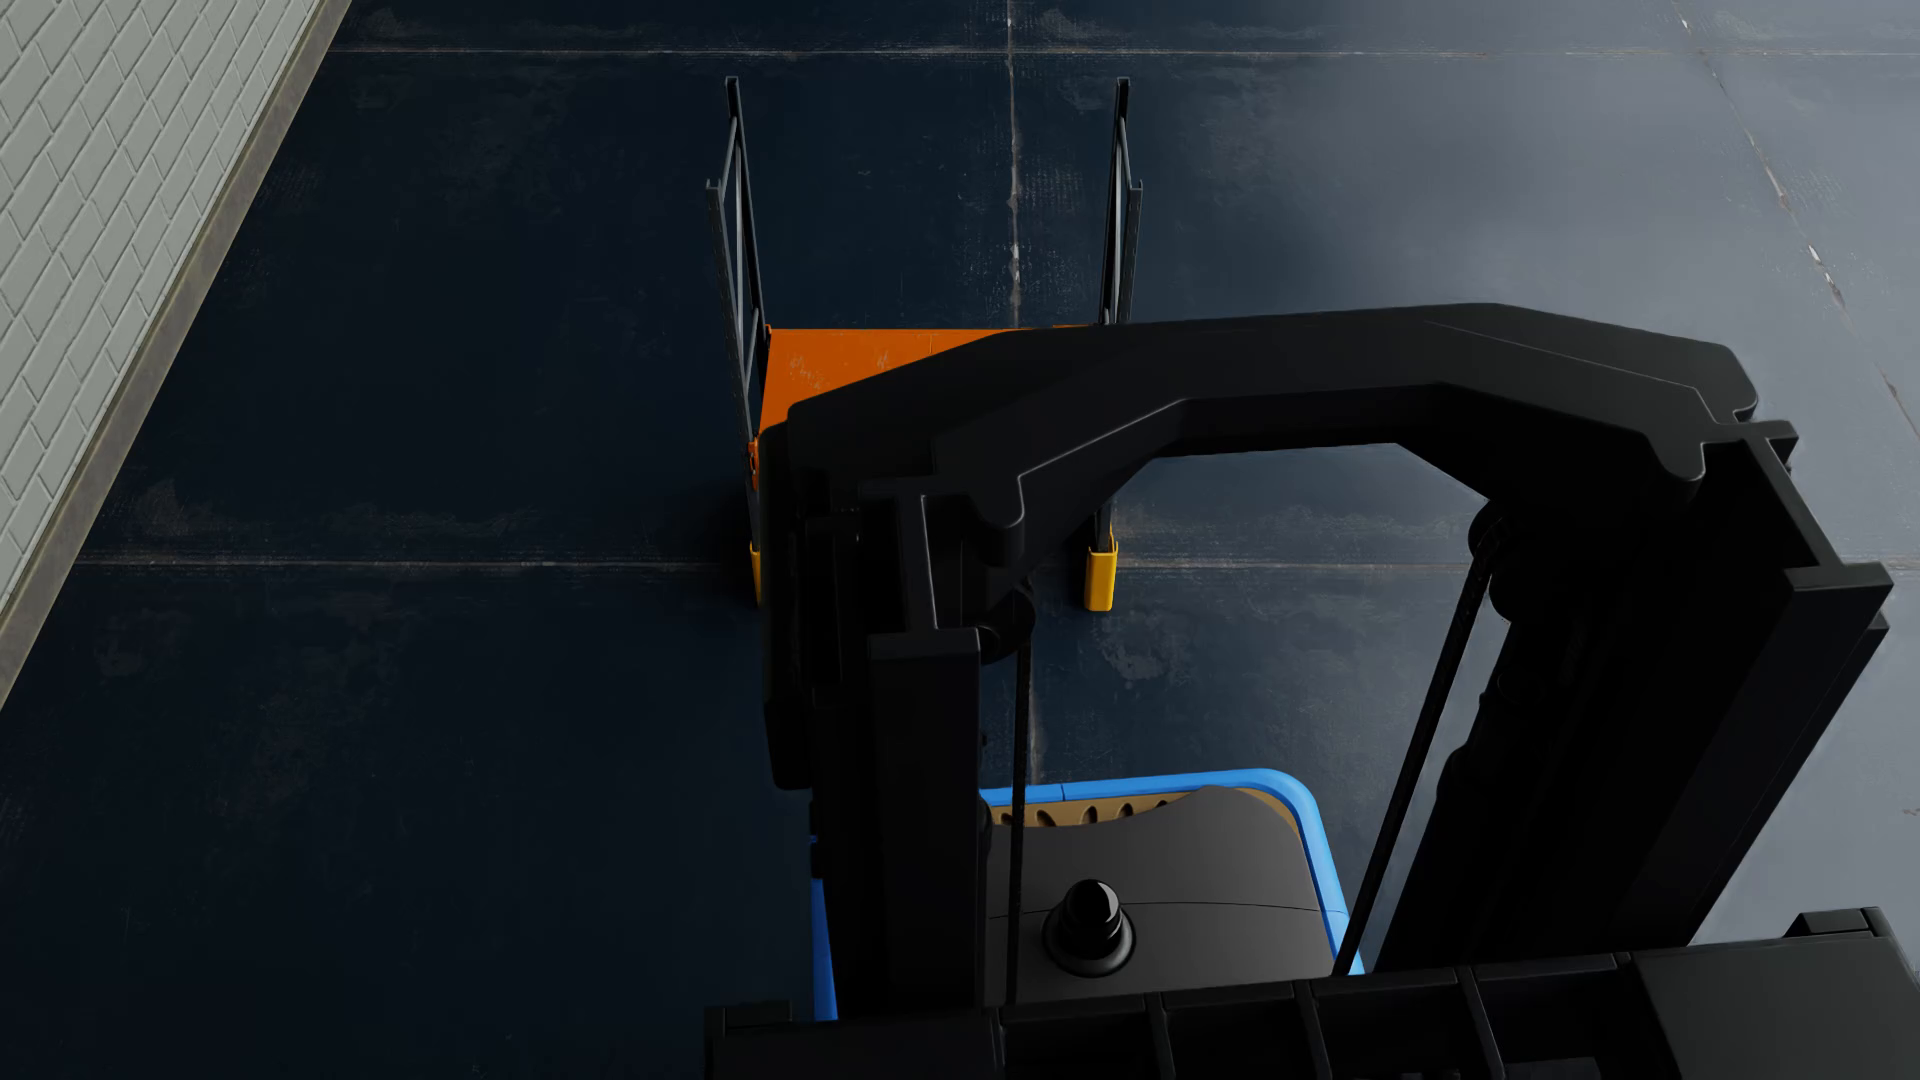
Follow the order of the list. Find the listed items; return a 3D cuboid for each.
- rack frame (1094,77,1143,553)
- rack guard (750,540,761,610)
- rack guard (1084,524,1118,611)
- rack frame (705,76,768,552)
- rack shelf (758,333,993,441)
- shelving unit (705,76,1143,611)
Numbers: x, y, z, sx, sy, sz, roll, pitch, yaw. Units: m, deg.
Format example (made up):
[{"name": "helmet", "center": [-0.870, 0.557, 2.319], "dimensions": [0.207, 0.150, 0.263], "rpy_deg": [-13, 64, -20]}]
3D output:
[{"name": "rack frame", "center": [0.423, -0.510, 4.700], "dimensions": [0.032, 1.500, 0.500], "rpy_deg": [0, 47, 0]}, {"name": "rack guard", "center": [-0.574, -0.087, 5.160], "dimensions": [0.087, 0.250, 0.587], "rpy_deg": [0, 47, 0]}, {"name": "rack guard", "center": [0.422, -0.084, 5.157], "dimensions": [0.087, 0.250, 0.587], "rpy_deg": [0, 47, 0]}, {"name": "rack frame", "center": [-0.594, -0.513, 4.703], "dimensions": [0.032, 1.500, 0.500], "rpy_deg": [0, 47, 0]}, {"name": "rack shelf", "center": [-0.085, -0.434, 4.784], "dimensions": [0.952, 0.026, 0.459], "rpy_deg": [0, 47, 0]}, {"name": "shelving unit", "center": [-0.076, -0.511, 4.701], "dimensions": [1.083, 1.500, 0.587], "rpy_deg": [0, 47, 0]}]
